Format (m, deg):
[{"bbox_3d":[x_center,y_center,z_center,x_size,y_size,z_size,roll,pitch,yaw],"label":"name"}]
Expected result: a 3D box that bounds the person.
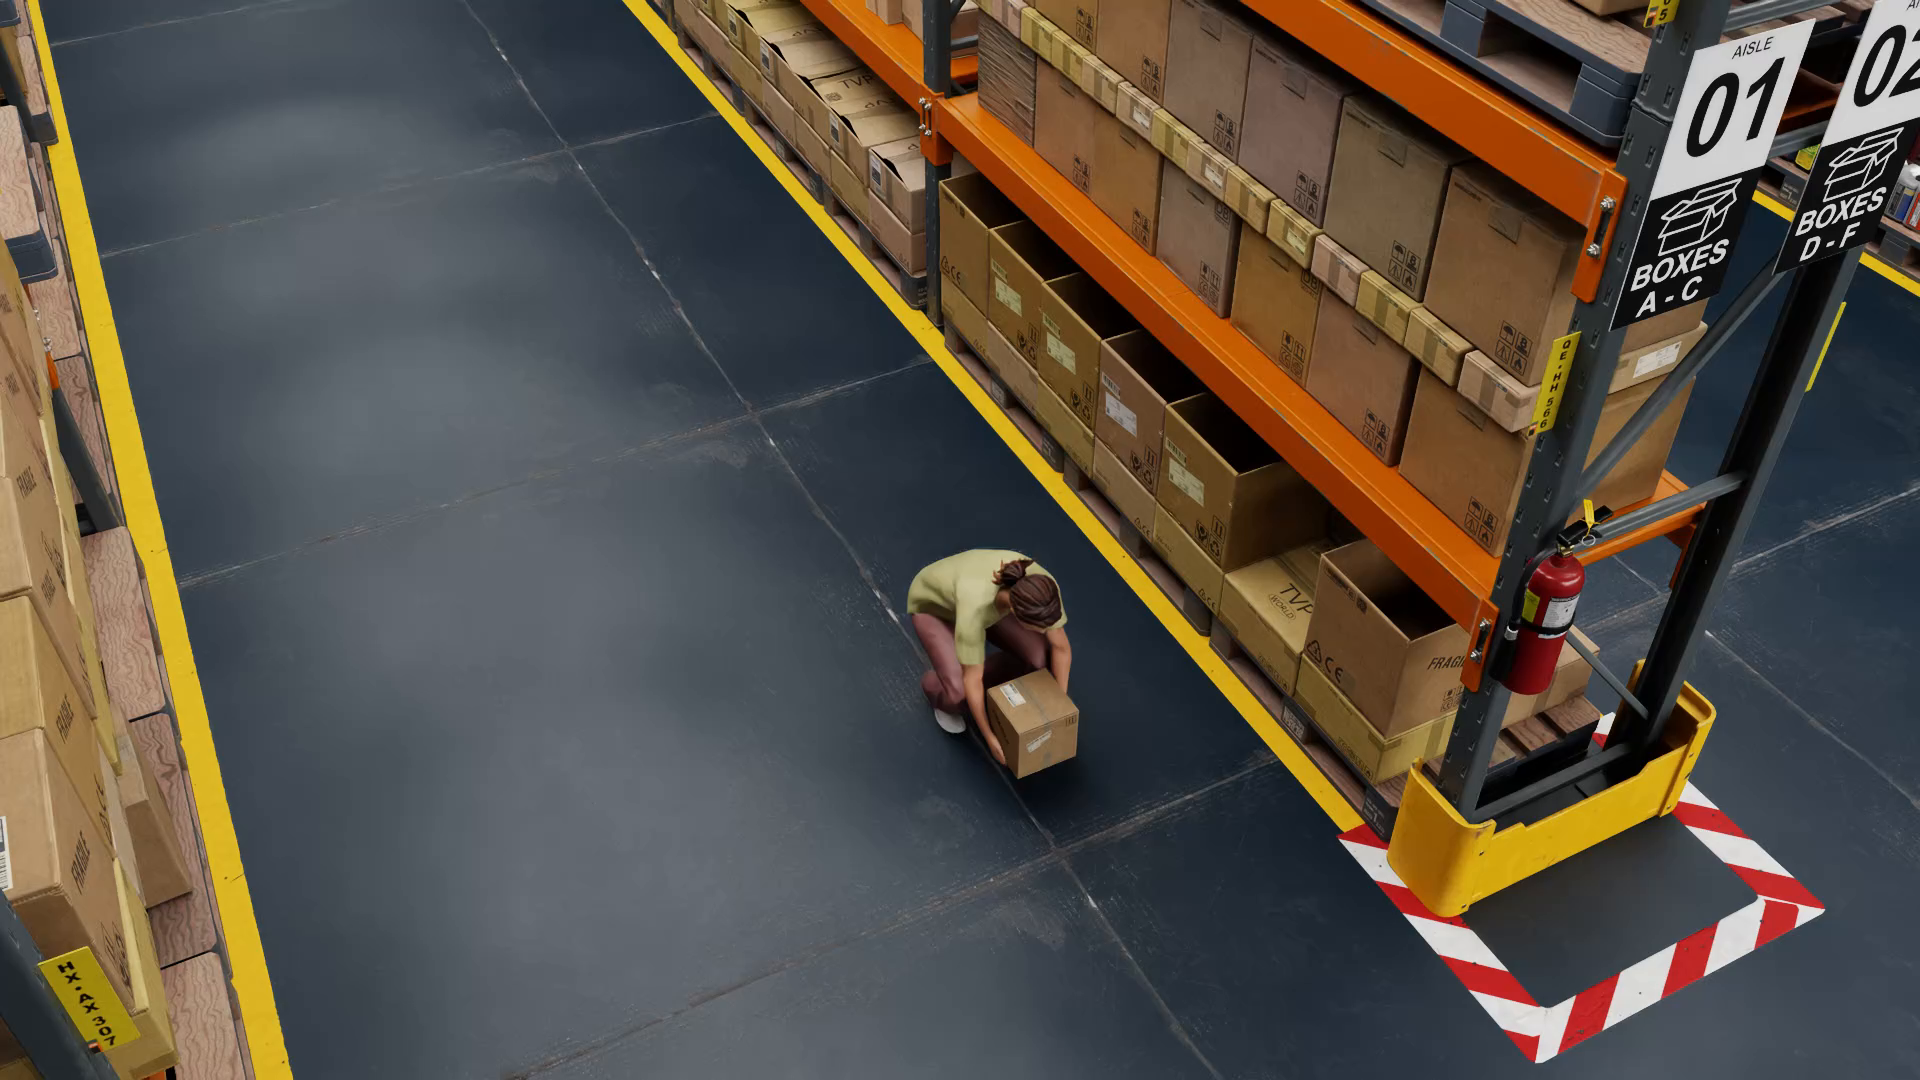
[{"bbox_3d":[0.121,0.359,6.311,0.493,0.943,0.801,-19,45,-20],"label":"person"}]
